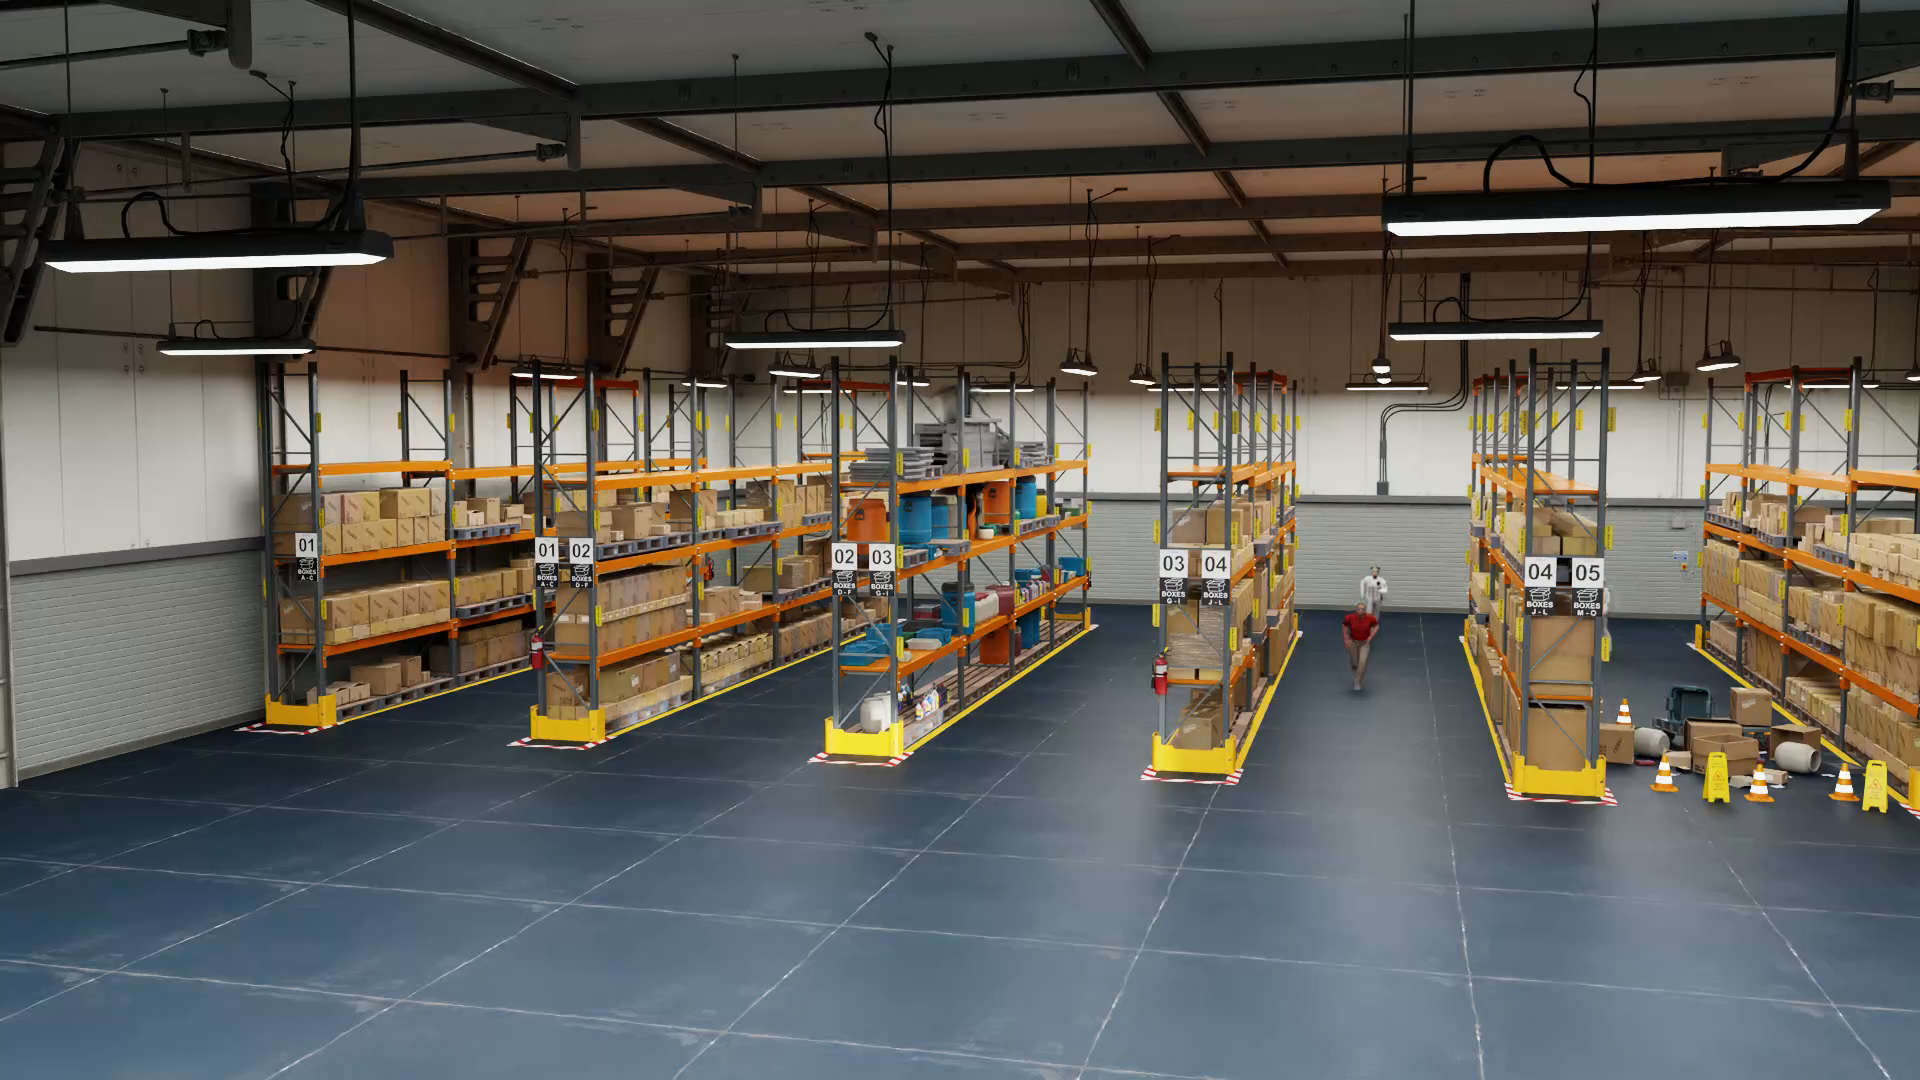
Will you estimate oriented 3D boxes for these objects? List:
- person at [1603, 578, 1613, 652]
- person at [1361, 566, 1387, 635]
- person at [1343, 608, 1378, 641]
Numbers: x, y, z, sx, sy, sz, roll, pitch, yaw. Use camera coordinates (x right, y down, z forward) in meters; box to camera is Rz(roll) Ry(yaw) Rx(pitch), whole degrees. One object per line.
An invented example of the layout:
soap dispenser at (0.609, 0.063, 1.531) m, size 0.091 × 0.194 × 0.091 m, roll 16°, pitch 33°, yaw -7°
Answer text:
person at (13.899, 1.630, 36.064) m, size 0.550 × 1.736 × 0.703 m, roll -1°, pitch 4°, yaw -10°
person at (9.673, 1.426, 38.887) m, size 0.639 × 1.671 × 0.776 m, roll 1°, pitch 4°, yaw 19°
person at (7.525, 1.591, 31.219) m, size 0.640 × 0.659 × 0.432 m, roll 1°, pitch 4°, yaw 7°
